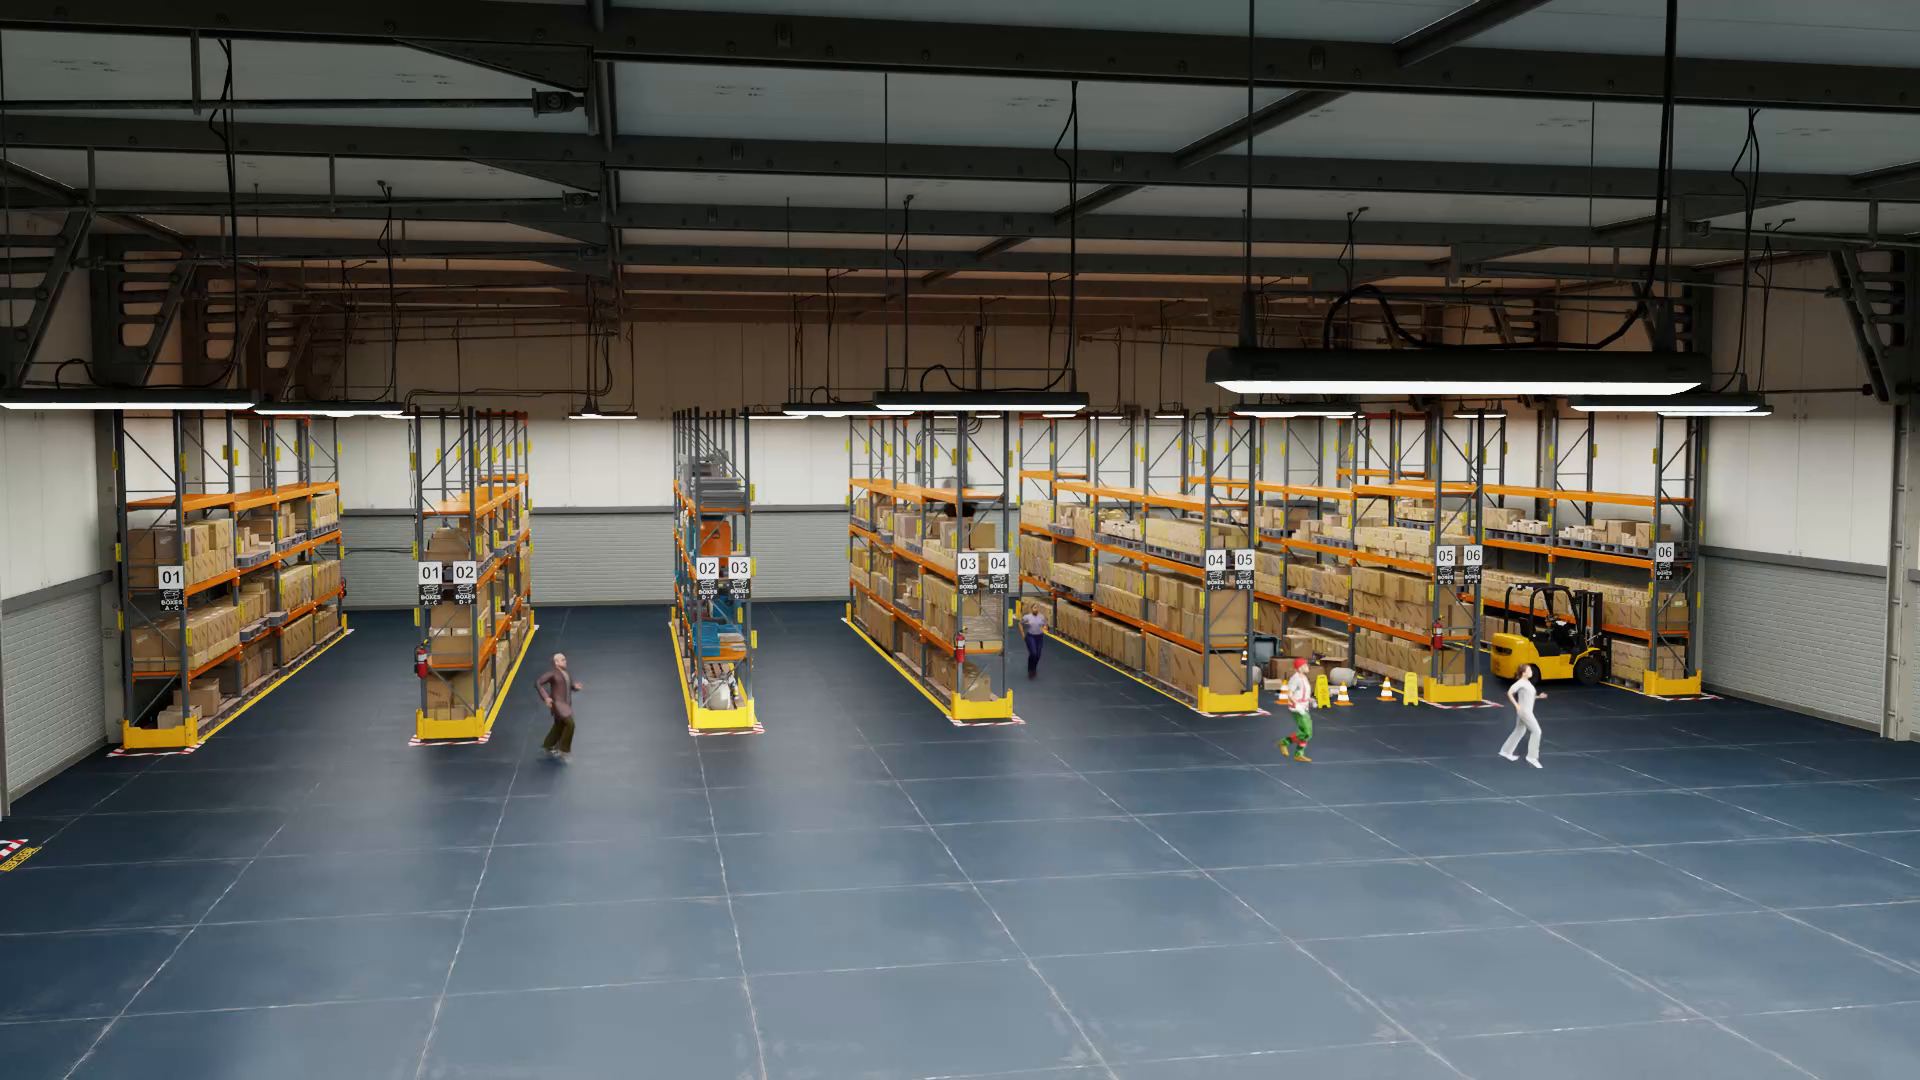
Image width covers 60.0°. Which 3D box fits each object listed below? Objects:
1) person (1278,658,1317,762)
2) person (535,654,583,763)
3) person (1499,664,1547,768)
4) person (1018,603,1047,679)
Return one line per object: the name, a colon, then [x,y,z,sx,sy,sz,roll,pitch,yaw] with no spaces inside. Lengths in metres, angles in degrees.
person: [5.695,2.857,28.062,0.593,1.756,0.678,2,4,25]
person: [-6.750,2.843,28.094,0.834,1.849,0.671,1,4,14]
person: [9.383,2.917,27.701,0.763,1.729,0.538,2,5,26]
person: [1.666,2.266,37.215,0.577,1.694,0.706,-2,4,-21]
